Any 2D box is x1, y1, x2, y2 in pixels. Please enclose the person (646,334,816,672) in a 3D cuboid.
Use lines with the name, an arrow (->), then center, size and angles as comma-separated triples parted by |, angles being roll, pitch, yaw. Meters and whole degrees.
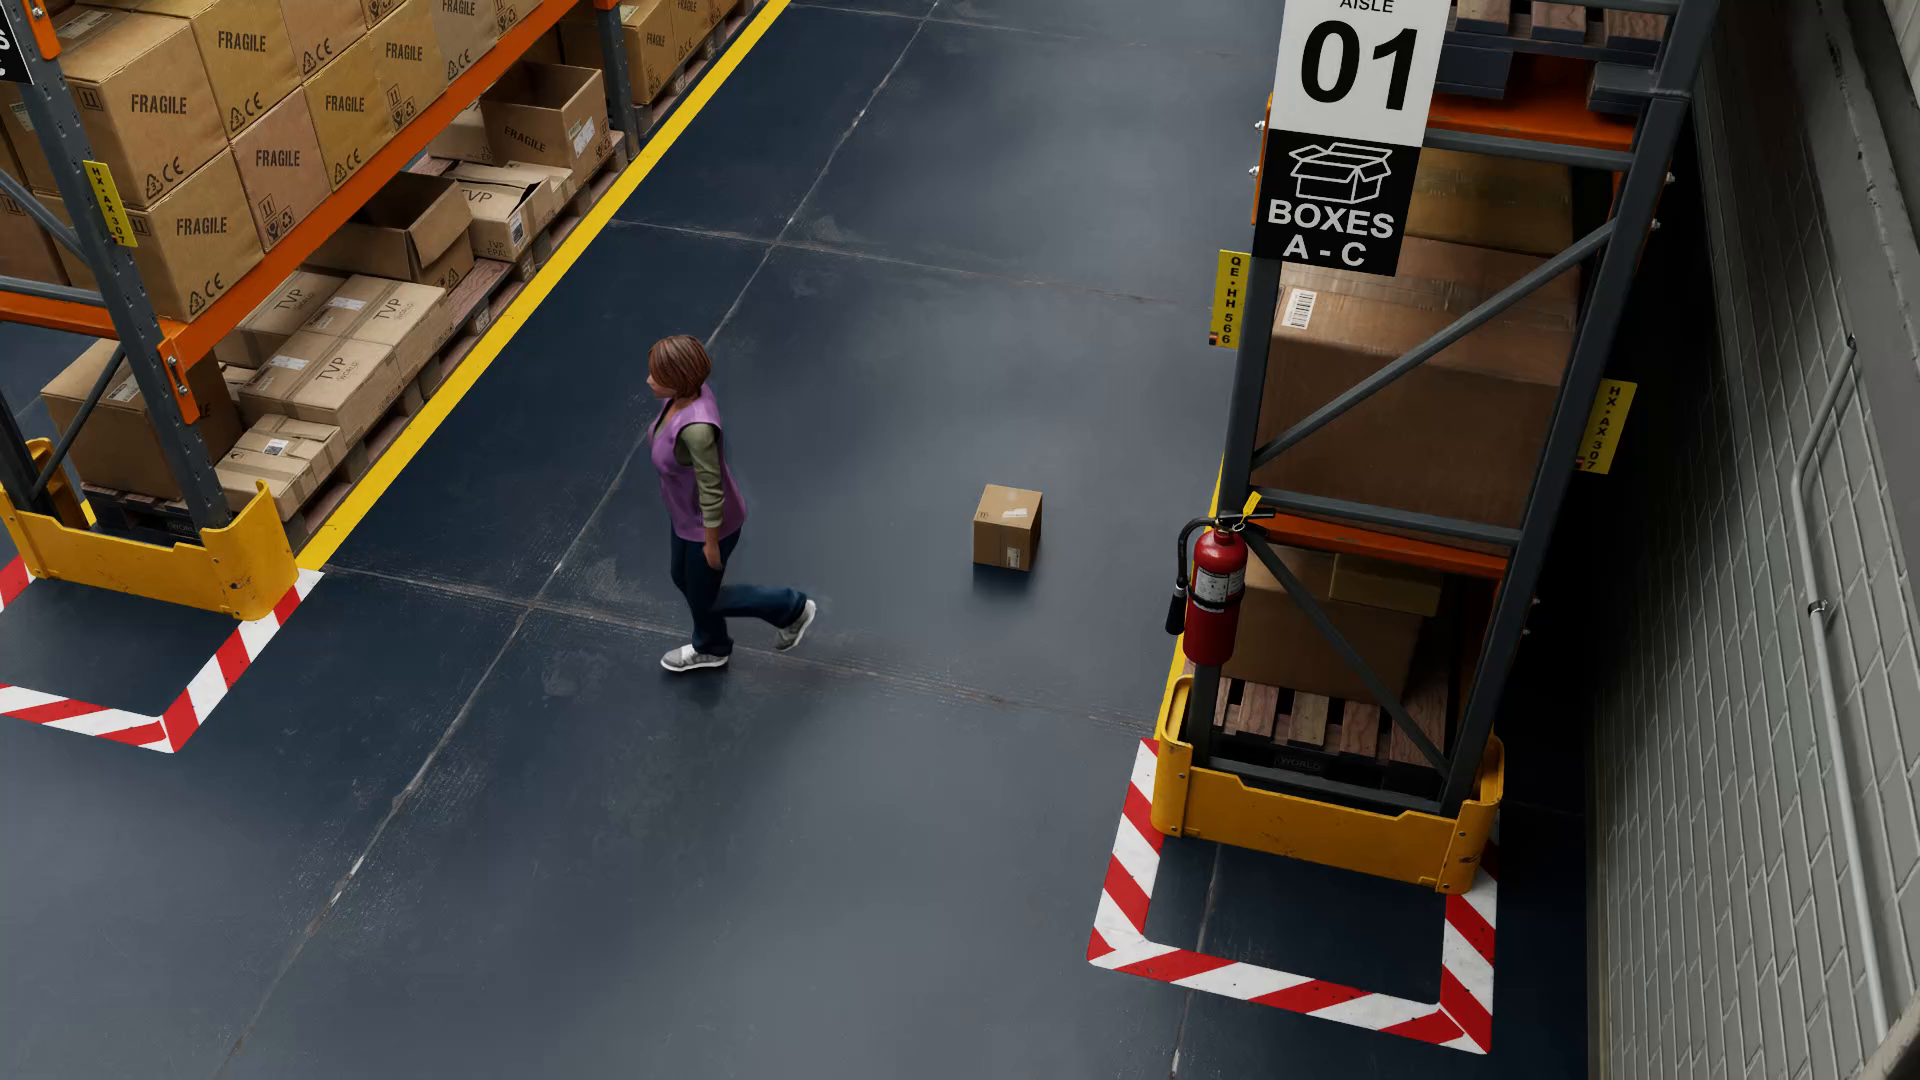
person -> -0.892, -0.098, 6.248 | 0.629, 1.580, 0.425 | -11, 43, -12
